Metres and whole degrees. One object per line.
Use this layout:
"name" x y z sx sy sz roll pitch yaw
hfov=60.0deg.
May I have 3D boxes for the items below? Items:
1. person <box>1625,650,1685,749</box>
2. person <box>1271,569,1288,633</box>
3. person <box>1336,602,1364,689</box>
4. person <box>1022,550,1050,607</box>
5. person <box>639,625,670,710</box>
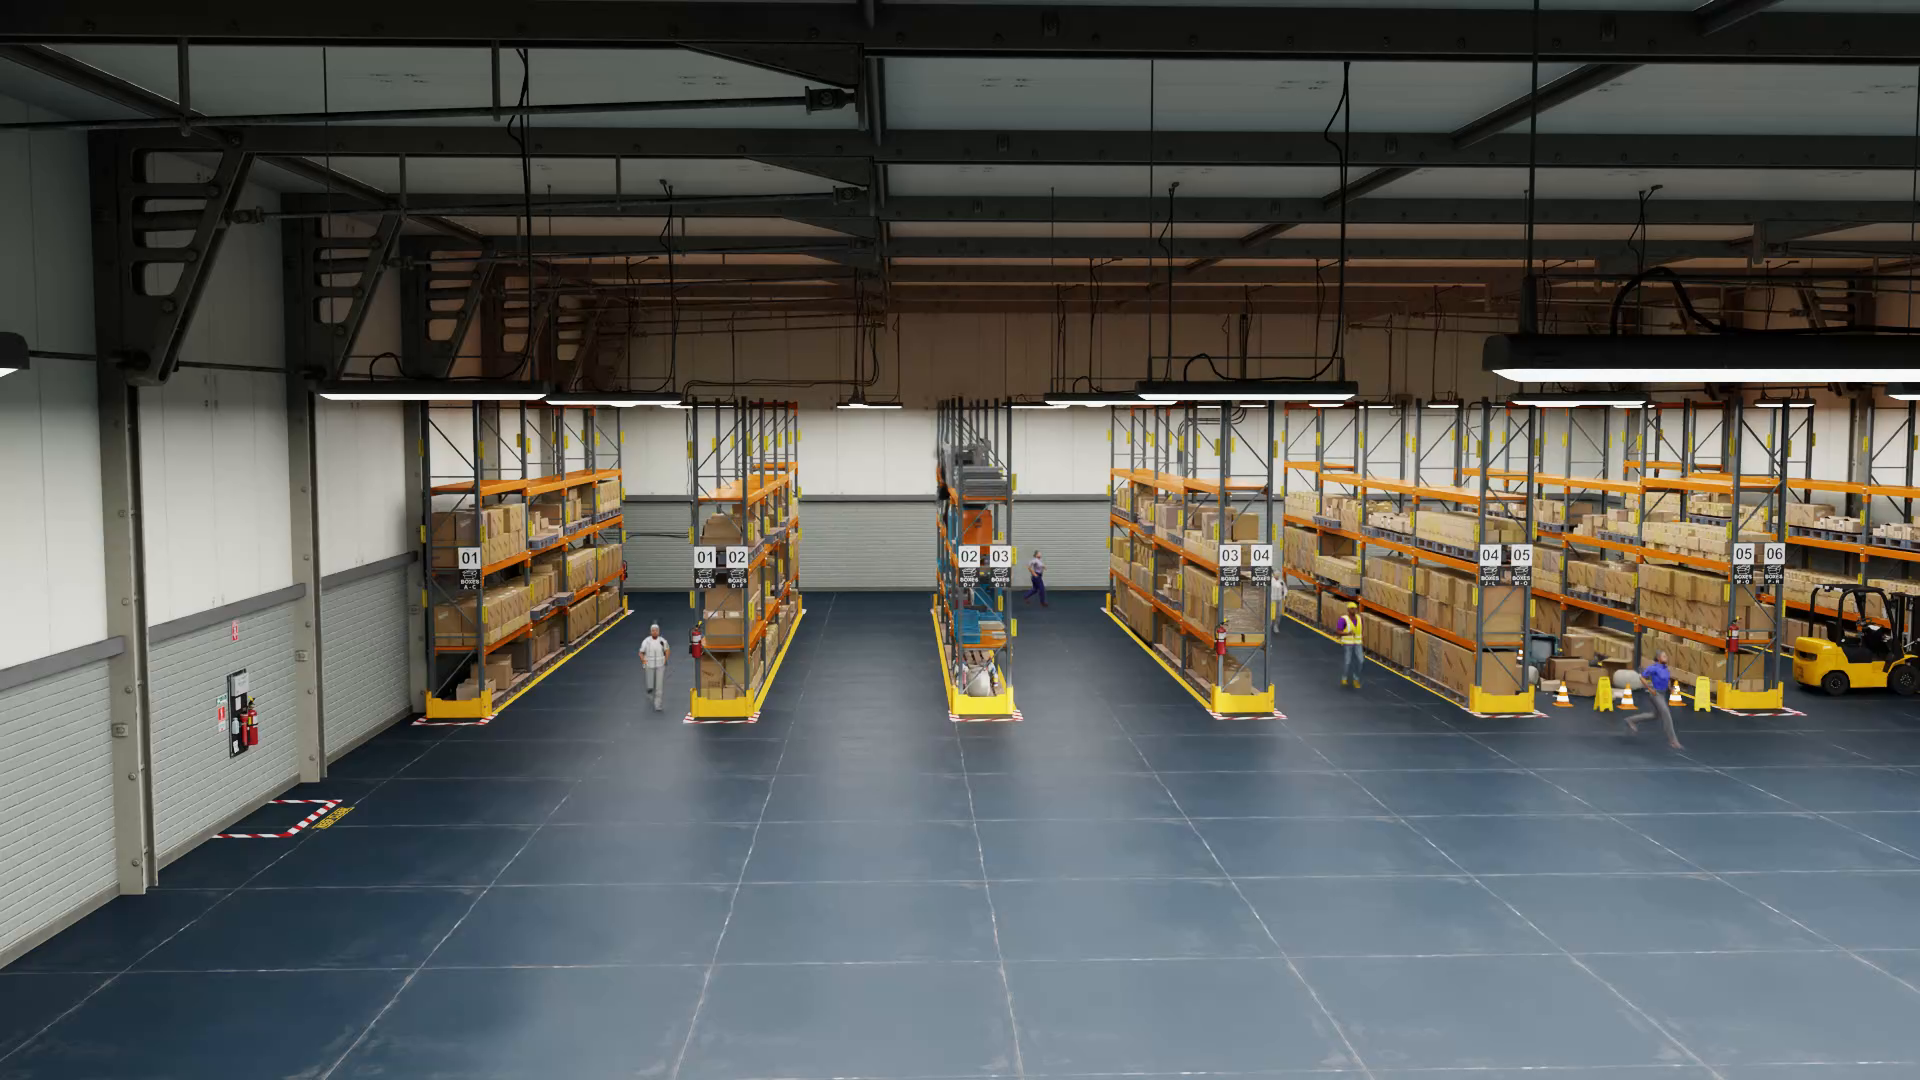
"person" 11.958 2.721 28.575 1.069 1.670 0.526 4 6 43
"person" 8.242 1.563 43.350 0.623 1.662 0.586 0 4 -3
"person" 8.105 2.193 34.407 0.693 1.823 0.744 -1 4 -8
"person" 2.240 1.133 48.908 0.849 1.667 0.593 1 5 13
"person" -5.871 2.437 32.028 0.605 1.618 0.730 -1 5 -14
